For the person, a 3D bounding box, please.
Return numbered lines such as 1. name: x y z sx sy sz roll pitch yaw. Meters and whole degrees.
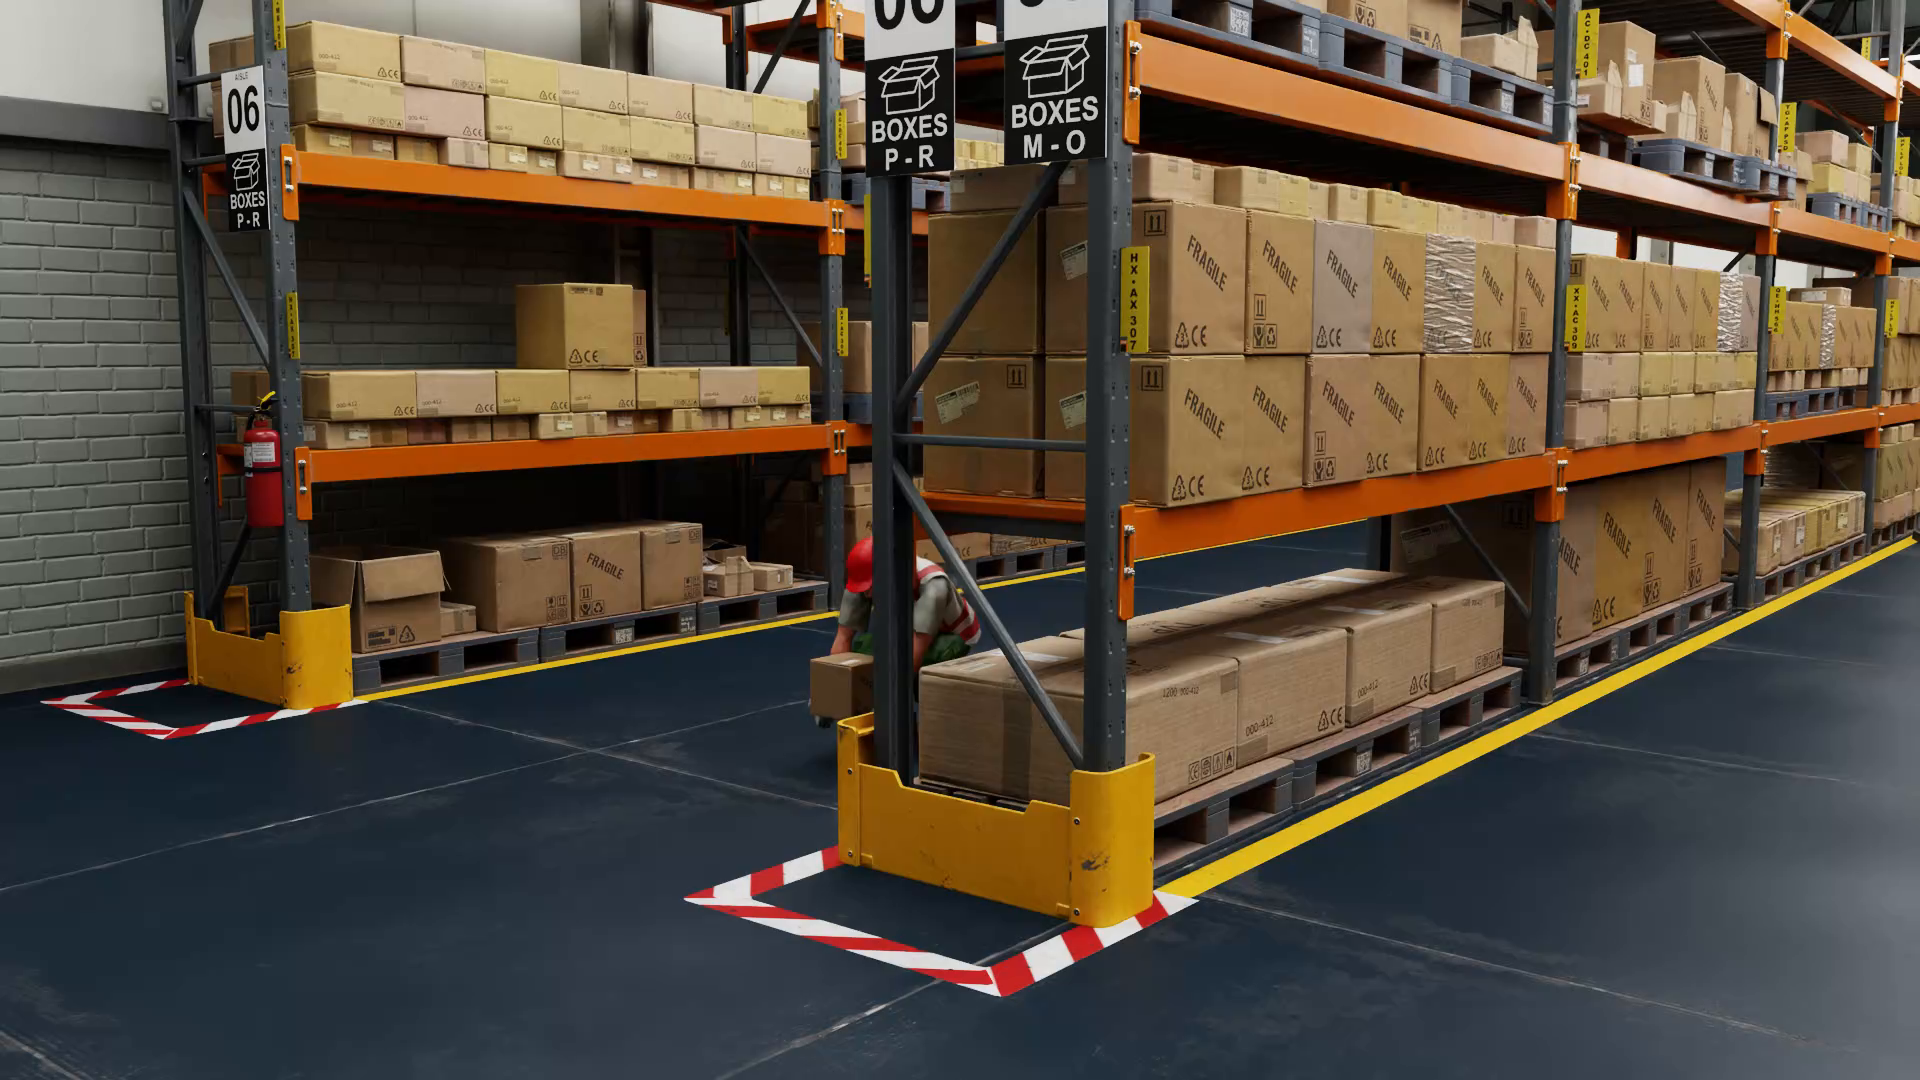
1. person: -0.249 0.457 7.639 0.567 0.998 0.884 5 8 38
